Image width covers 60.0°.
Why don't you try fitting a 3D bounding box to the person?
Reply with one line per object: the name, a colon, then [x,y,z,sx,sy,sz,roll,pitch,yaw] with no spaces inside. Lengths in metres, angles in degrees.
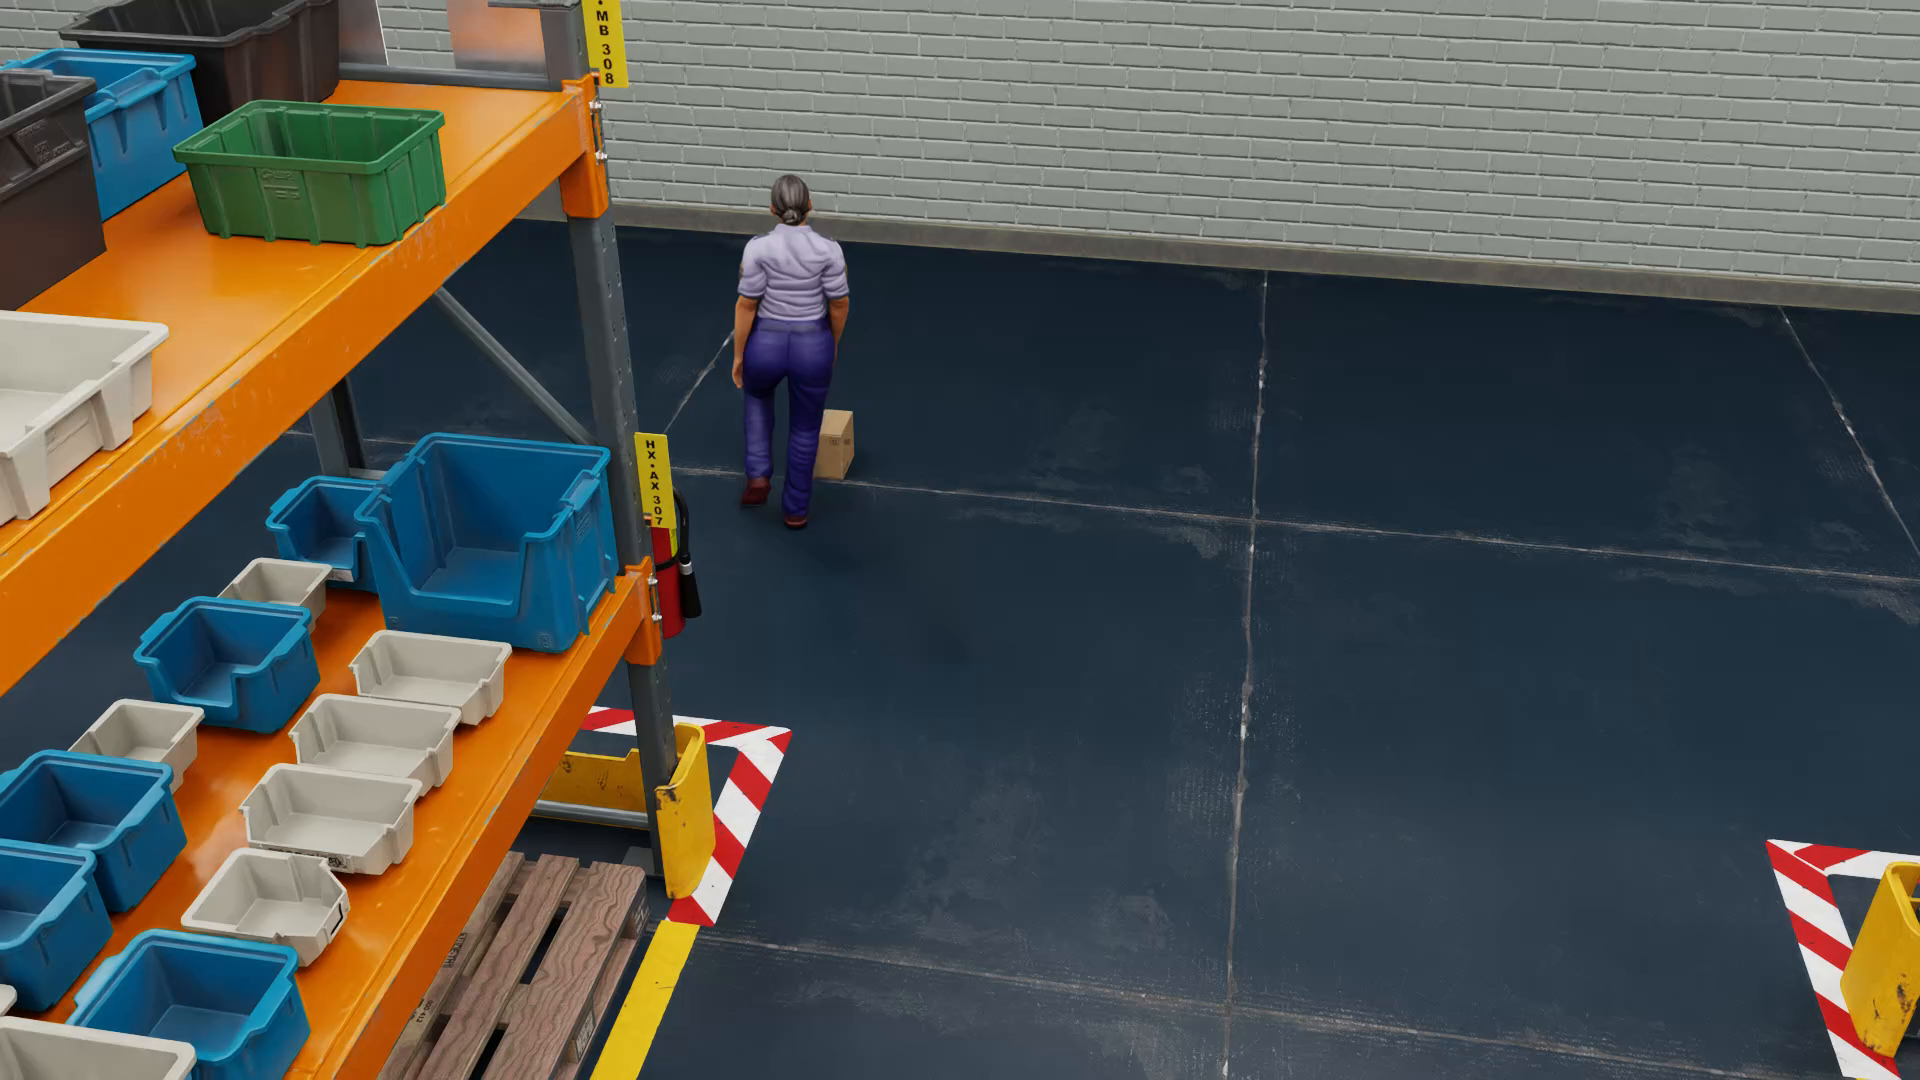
person: [-0.761,-0.855,7.464,0.551,1.652,0.460,-2,33,-3]
